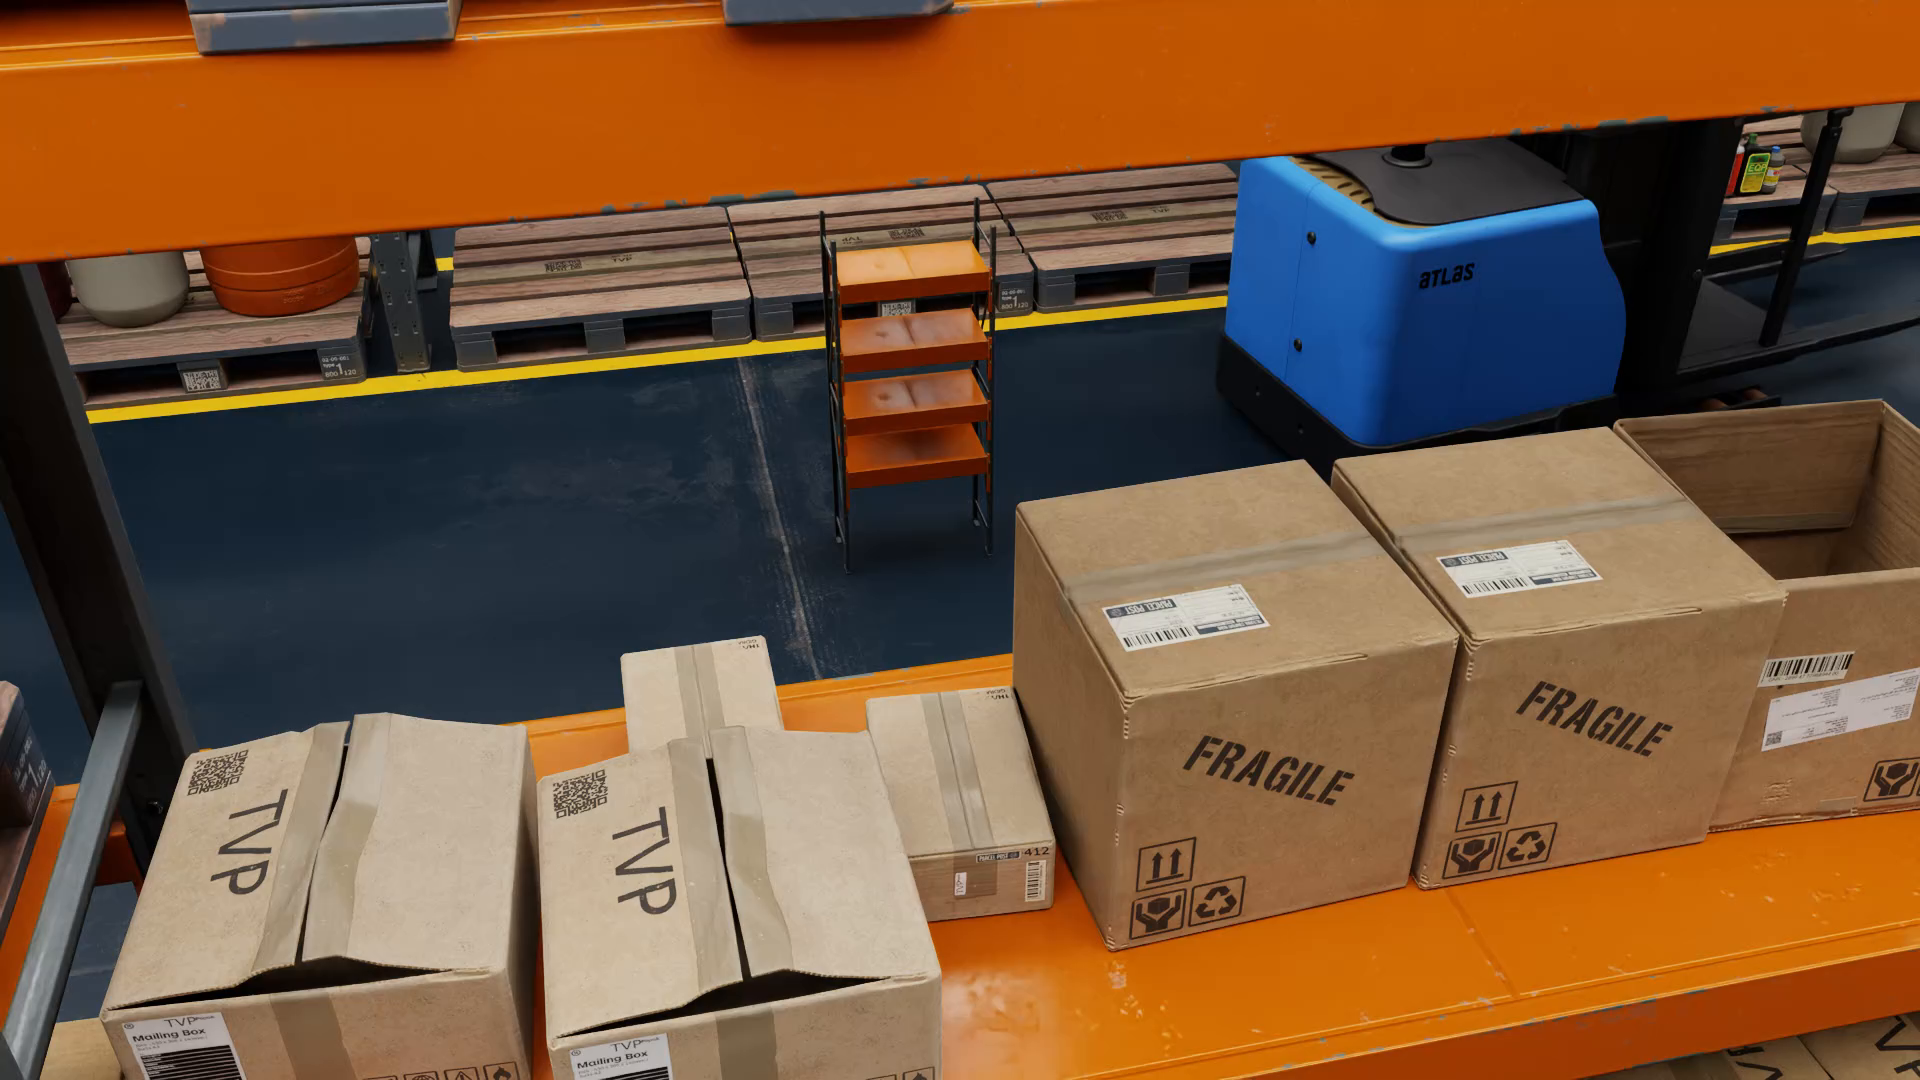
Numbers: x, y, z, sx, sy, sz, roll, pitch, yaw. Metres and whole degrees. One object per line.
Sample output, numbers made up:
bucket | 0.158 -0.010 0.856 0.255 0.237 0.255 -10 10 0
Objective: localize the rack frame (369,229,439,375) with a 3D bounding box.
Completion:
rack frame | -2.327 -2.194 6.327 0.127 3.000 1.000 -7 35 -11

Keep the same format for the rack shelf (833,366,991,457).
rack shelf | -0.161 -0.422 5.423 0.480 0.148 0.258 -7 35 -11

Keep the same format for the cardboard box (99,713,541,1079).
cardboard box | -0.874 0.515 2.371 0.500 0.311 0.500 -5 34 -8

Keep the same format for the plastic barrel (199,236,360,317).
plastic barrel | -2.801 -1.397 6.711 0.708 0.830 0.600 -7 35 -11

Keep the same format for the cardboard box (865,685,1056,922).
cardboard box | -0.007 0.416 2.664 0.250 0.149 0.380 -5 34 -7

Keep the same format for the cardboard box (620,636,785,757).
cardboard box | -0.422 0.343 2.773 0.250 0.149 0.380 -7 35 -11

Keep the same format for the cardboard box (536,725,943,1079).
cardboard box | -0.323 0.531 2.346 0.500 0.311 0.500 -8 35 -11

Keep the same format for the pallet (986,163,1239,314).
pallet | 0.817 -1.410 7.661 1.213 0.211 1.003 -7 35 -11

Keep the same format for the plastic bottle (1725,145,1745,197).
plastic bottle | 3.529 -1.749 7.713 0.135 0.276 0.152 -7 34 -10

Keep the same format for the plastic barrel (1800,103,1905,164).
plastic barrel | 4.361 -2.134 8.094 0.421 0.512 0.421 0 34 0

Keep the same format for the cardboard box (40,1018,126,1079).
cardboard box | -1.745 1.255 3.037 0.500 0.500 0.500 -6 34 -9

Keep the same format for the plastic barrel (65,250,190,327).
plastic barrel | -3.332 -1.148 6.624 0.421 0.512 0.421 0 34 0

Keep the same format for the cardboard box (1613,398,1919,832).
cardboard box | 1.397 0.116 2.795 0.500 0.500 0.500 -5 34 -7

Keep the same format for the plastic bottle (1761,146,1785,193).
plastic bottle | 3.781 -1.734 7.758 0.097 0.201 0.097 0 34 0

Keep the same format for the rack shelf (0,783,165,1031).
rack shelf | -3.189 1.044 2.149 4.000 0.370 1.077 -7 35 -11

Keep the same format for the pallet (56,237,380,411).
pallet | -3.087 -0.916 6.926 1.213 0.211 1.003 -7 35 -11

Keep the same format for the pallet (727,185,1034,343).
pallet | -0.376 -1.258 7.435 1.213 0.211 1.003 -7 35 -11

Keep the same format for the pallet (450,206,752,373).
pallet | -1.563 -1.110 7.214 1.213 0.211 1.003 -7 35 -11

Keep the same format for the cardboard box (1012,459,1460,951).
cardboard box | 0.395 0.242 2.607 0.500 0.500 0.500 -9 35 -13

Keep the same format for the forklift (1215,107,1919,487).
forklift | 2.569 -1.841 5.863 3.031 2.935 1.130 -13 36 -18

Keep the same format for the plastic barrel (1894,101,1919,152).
plastic barrel | 4.850 -2.196 8.186 0.421 0.512 0.421 0 34 0

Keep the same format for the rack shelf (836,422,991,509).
rack shelf | -0.161 -0.257 5.533 0.480 0.148 0.258 -7 35 -11

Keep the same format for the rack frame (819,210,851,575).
rack frame | -0.399 -0.448 5.341 0.015 1.200 0.240 -7 35 -11

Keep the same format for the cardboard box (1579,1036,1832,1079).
cardboard box | 1.338 1.075 3.044 0.500 0.311 0.500 -7 35 -11

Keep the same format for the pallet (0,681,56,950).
pallet | -1.884 0.700 2.187 1.003 0.211 1.213 -7 35 -11

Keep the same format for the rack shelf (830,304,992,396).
rack shelf | -0.161 -0.608 5.298 0.480 0.148 0.258 -7 35 -11

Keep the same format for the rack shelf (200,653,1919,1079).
rack shelf | 0.712 0.552 2.881 4.000 0.370 1.077 -7 35 -11

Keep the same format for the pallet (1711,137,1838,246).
pallet | 3.431 -1.739 8.152 1.213 0.211 1.003 -7 35 -11

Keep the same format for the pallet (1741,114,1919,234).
pallet | 4.618 -1.887 8.373 1.213 0.211 1.003 -7 35 -11

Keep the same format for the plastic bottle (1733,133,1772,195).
plastic bottle | 3.671 -1.744 7.699 0.133 0.283 0.061 -6 34 -9

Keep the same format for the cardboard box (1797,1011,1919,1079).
cardboard box | 1.825 1.015 3.133 0.500 0.311 0.500 -6 34 -9

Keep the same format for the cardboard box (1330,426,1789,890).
cardboard box | 0.908 0.178 2.704 0.500 0.500 0.500 -7 35 -10

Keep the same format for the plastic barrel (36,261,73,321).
plastic barrel | -3.902 -1.158 6.572 0.708 0.588 0.600 -7 35 -11

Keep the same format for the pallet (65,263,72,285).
pallet | -4.275 -0.768 6.705 1.213 0.211 1.003 -7 35 -11

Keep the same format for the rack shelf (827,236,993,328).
rack shelf | -0.161 -0.804 5.166 0.480 0.148 0.258 -7 35 -11

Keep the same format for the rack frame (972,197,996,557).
rack frame | 0.077 -0.508 5.430 0.015 1.200 0.240 -7 35 -11

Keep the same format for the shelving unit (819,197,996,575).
shelving unit | -0.161 -0.478 5.385 0.503 1.200 0.258 -7 35 -11

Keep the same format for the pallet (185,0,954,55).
pallet | -0.596 -0.800 1.728 1.003 0.211 1.213 -6 34 -8
